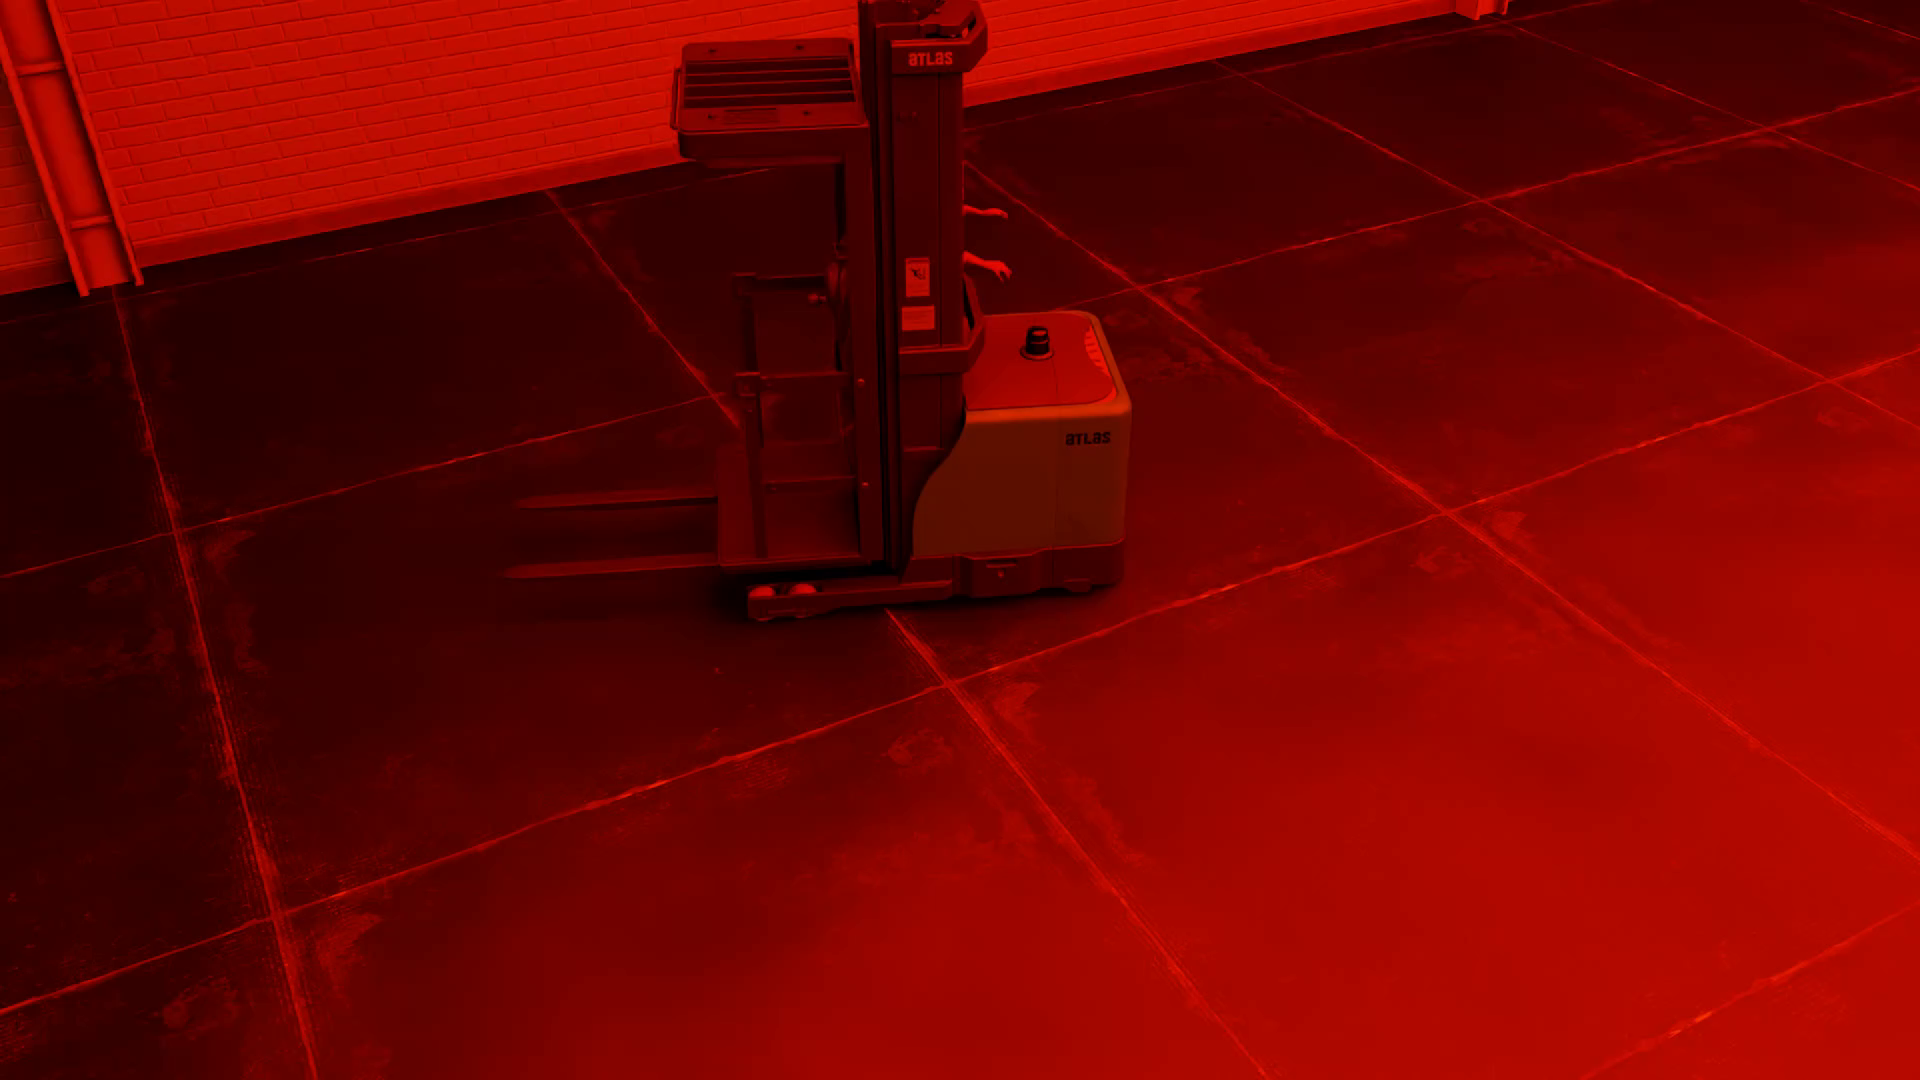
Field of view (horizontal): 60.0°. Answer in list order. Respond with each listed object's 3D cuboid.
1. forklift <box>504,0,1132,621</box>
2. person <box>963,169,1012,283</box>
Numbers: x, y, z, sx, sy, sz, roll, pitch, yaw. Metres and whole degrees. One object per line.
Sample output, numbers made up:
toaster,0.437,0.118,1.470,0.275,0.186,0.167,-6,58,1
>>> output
forklift,-0.736,-1.126,7.716,3.031,2.935,1.130,-4,35,-5
person,0.005,-1.484,9.547,0.987,1.438,0.886,-29,44,-34
